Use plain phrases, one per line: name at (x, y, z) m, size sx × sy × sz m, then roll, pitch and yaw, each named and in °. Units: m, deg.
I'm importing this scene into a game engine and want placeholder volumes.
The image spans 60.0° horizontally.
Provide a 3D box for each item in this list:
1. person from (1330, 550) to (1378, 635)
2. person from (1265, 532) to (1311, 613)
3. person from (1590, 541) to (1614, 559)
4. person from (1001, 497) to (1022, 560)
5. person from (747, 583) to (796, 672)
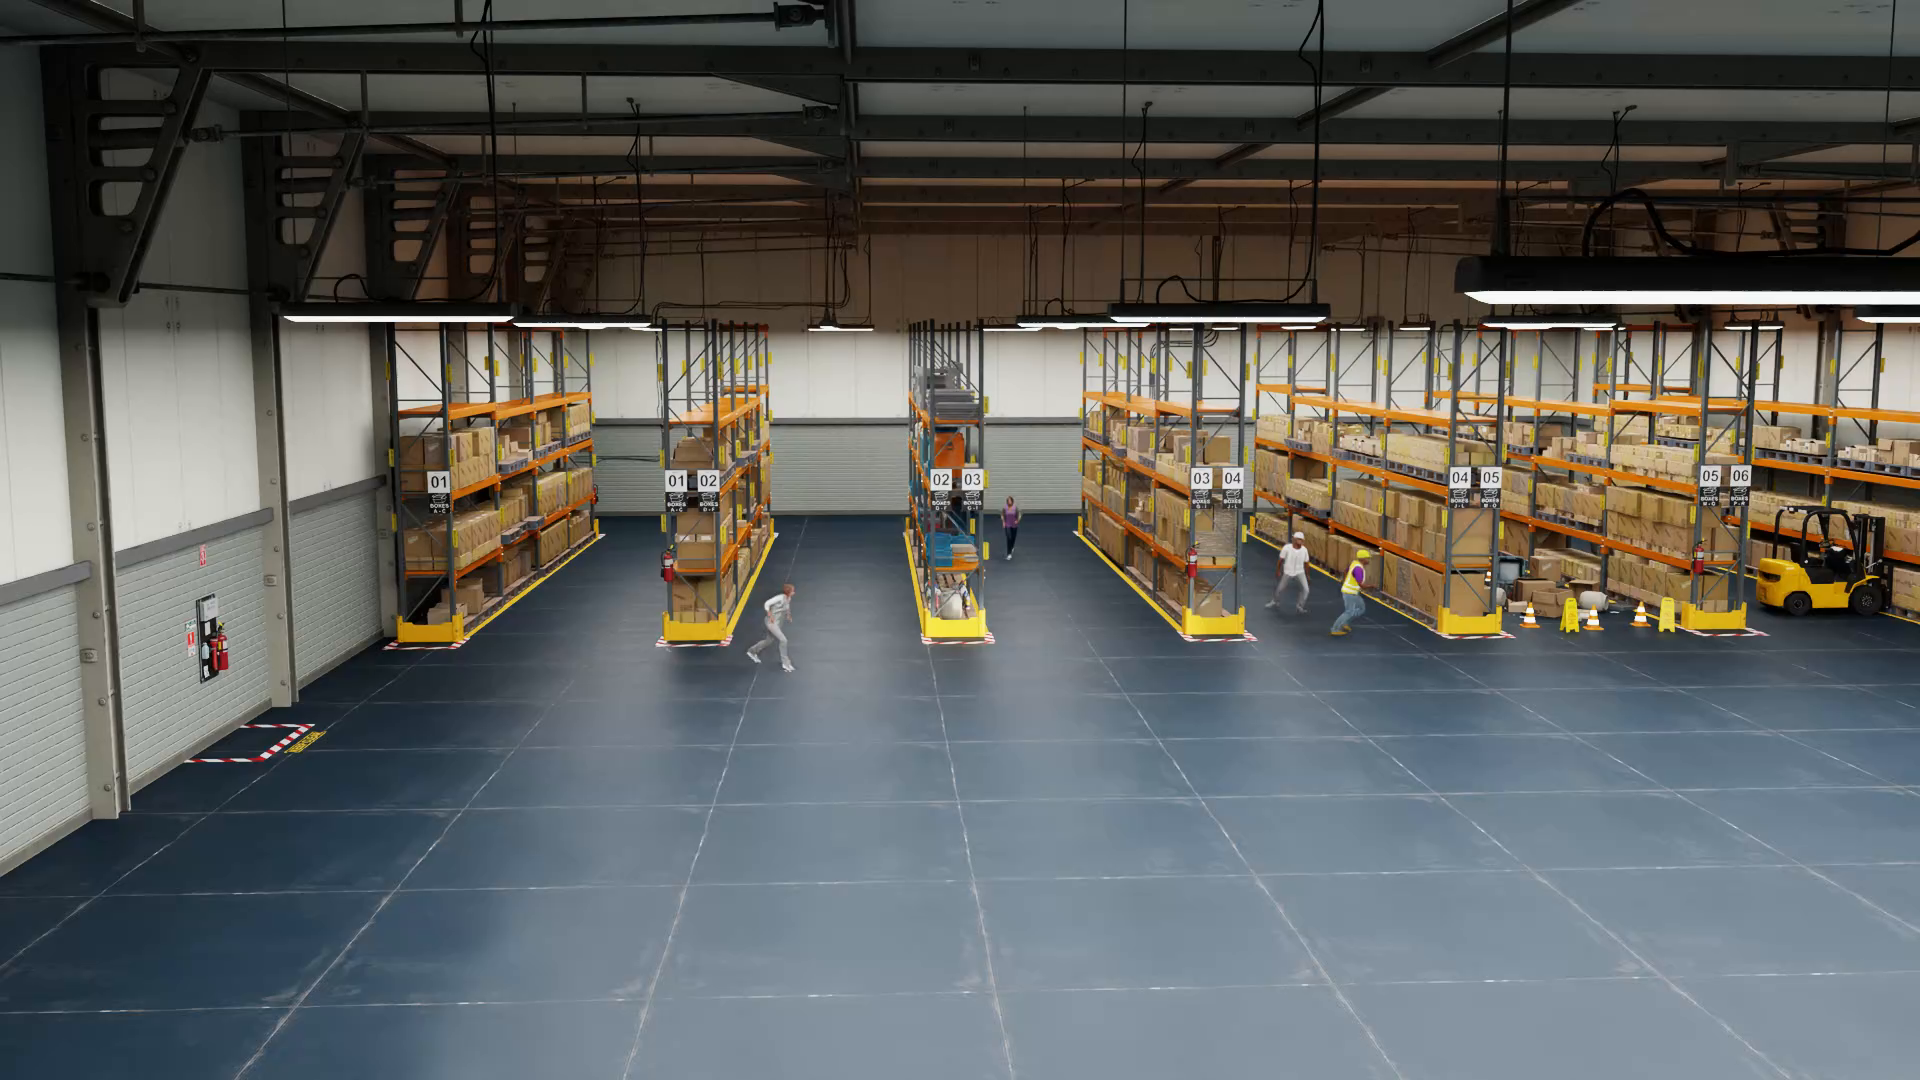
person at (7.504, 0.999, 31.630) m, size 0.861 × 1.652 × 0.706 m, roll 2°, pitch 7°, yaw 15°
person at (6.799, 0.654, 34.369) m, size 0.886 × 1.687 × 0.759 m, roll 0°, pitch 7°, yaw 2°
person at (16.176, -0.277, 41.890) m, size 0.650 × 1.695 × 0.973 m, roll -2°, pitch 7°, yaw -12°
person at (1.312, -0.327, 42.663) m, size 0.526 × 1.607 × 0.733 m, roll 0°, pitch 7°, yaw -1°
person at (-3.242, 1.488, 28.402) m, size 0.917 × 1.546 × 0.578 m, roll 3°, pitch 8°, yaw 24°
